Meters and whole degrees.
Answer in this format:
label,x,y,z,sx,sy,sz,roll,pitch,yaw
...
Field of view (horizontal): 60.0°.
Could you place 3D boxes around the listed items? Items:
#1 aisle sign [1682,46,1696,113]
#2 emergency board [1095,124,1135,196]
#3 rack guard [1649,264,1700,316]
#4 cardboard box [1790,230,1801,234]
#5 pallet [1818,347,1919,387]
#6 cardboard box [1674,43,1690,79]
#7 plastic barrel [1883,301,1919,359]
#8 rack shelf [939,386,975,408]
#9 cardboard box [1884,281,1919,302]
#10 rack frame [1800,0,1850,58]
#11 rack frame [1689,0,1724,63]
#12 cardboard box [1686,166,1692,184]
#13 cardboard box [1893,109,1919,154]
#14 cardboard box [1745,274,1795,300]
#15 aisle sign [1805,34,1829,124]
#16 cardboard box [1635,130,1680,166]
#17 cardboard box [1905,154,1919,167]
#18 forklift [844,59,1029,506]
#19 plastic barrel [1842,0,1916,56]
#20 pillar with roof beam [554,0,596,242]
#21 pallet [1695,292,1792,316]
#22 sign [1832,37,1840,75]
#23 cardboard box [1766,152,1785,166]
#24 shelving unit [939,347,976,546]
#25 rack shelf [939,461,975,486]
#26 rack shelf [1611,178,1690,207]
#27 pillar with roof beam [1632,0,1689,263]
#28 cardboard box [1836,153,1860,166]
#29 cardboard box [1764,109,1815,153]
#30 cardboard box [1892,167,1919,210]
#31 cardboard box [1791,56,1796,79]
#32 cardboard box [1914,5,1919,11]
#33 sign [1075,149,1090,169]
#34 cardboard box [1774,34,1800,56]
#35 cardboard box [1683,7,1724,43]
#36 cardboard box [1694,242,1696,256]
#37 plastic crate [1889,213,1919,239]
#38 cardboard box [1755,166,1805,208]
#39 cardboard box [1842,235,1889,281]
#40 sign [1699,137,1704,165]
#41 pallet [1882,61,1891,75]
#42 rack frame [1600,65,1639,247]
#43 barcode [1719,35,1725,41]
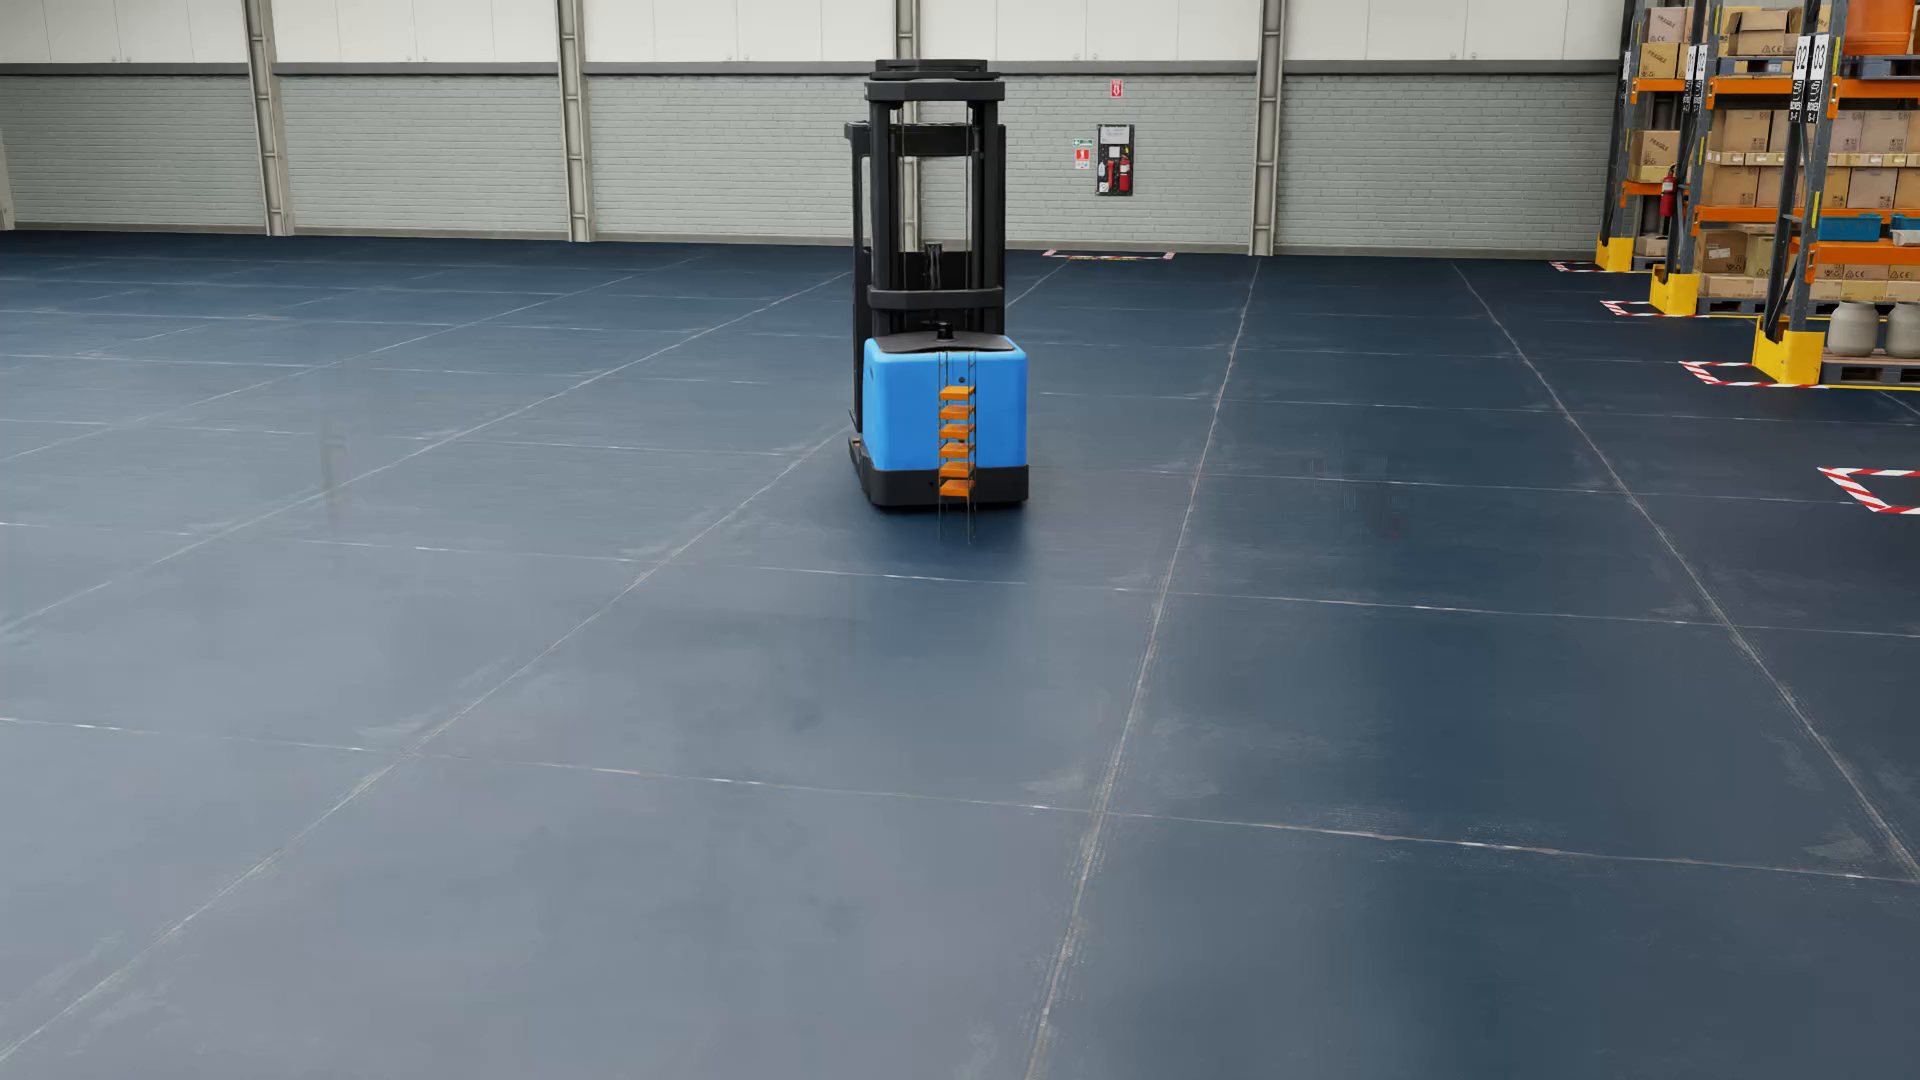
label,x,y,z,sx,sy,sz,roll,pitch,yaw
aisle sign,9.019,-5.698,20.574,0.004,0.787,0.394,3,16,11
emergency board,2.573,-6.311,27.655,0.643,1.169,0.194,3,16,11
rack guard,9.001,-3.162,20.969,0.348,0.500,1.175,3,16,11
cardboard box,10.592,-3.604,20.841,0.500,0.500,0.500,3,16,11
pallet,8.913,-1.689,16.194,1.213,0.211,1.003,3,16,11
cardboard box,10.805,-7.043,24.456,0.500,0.500,0.500,4,16,15
plastic barrel,9.185,-2.031,16.079,0.421,0.512,0.421,0,15,0
rack shelf,-0.014,-0.883,10.250,0.180,0.103,0.258,3,16,11
cardboard box,11.465,-3.049,20.244,0.500,0.250,0.500,3,16,11
rack frame,8.034,-5.960,15.153,0.127,3.000,1.000,3,16,11
rack frame,9.025,-7.256,19.830,0.127,3.000,1.000,3,16,11
cardboard box,10.935,-5.465,24.847,0.500,0.250,0.500,3,16,9
cardboard box,11.522,-4.901,19.948,0.500,0.500,0.700,3,16,11
cardboard box,9.996,-3.130,20.536,0.500,0.250,0.500,3,16,11
aisle sign,7.905,-4.249,15.344,0.004,0.787,0.394,3,16,11
cardboard box,10.416,-5.856,24.851,0.500,0.500,0.500,3,16,11
cardboard box,11.391,-4.539,19.858,0.250,0.149,0.380,4,16,13
forklift,-0.254,-1.984,12.164,1.130,2.935,3.031,-2,16,-8
plastic barrel,8.535,-4.932,15.466,0.708,0.830,0.600,3,16,11
pillar with roof beam,-7.630,-8.572,24.582,0.400,9.000,9.100,3,16,11
pallet,9.782,-2.991,20.895,1.213,0.211,1.003,3,16,11
sign,7.920,-4.375,15.033,0.005,0.325,0.100,3,16,11
cardboard box,9.870,-4.622,20.155,0.250,0.149,0.380,3,16,11
shelving unit,-0.014,-0.579,10.335,0.189,1.200,0.258,3,16,11
rack shelf,-0.014,-0.421,10.379,0.180,0.103,0.258,3,16,11
rack shelf,11.968,-5.208,25.021,4.000,0.370,1.077,3,16,11
pillar with roof beam,10.008,-7.615,21.126,0.400,9.000,9.100,3,16,11
cardboard box,10.629,-4.580,20.006,0.250,0.149,0.380,3,16,10
cardboard box,10.048,-4.981,20.236,0.500,0.500,0.700,3,16,10
cardboard box,11.499,-4.276,20.124,0.500,0.500,0.700,3,16,12
cardboard box,12.340,-6.964,24.168,0.500,0.500,0.500,2,16,9
cardboard box,13.383,-7.389,23.831,0.500,0.500,0.500,2,16,6
sign,2.051,-6.384,27.854,0.234,0.329,0.001,3,16,11
cardboard box,10.206,-6.016,20.203,0.500,0.250,0.500,3,16,11
cardboard box,10.819,-7.522,24.312,0.500,0.500,0.500,3,16,10
cardboard box,11.227,-4.487,25.282,0.500,0.311,0.500,4,16,16
plastic crate,9.219,-3.013,16.030,0.408,0.251,0.499,3,16,11
cardboard box,9.995,-4.358,20.419,0.500,0.500,0.700,4,16,13
cardboard box,10.975,-3.436,20.238,0.500,0.500,0.500,3,16,11
sign,8.908,-4.675,19.981,0.005,0.325,0.100,3,16,11
pallet,10.911,-5.659,19.850,1.213,0.211,1.003,3,16,11
rack frame,10.008,-5.661,25.309,0.127,3.000,1.000,3,16,11
barcode,9.416,-6.200,20.550,0.075,0.075,0.001,3,16,11
